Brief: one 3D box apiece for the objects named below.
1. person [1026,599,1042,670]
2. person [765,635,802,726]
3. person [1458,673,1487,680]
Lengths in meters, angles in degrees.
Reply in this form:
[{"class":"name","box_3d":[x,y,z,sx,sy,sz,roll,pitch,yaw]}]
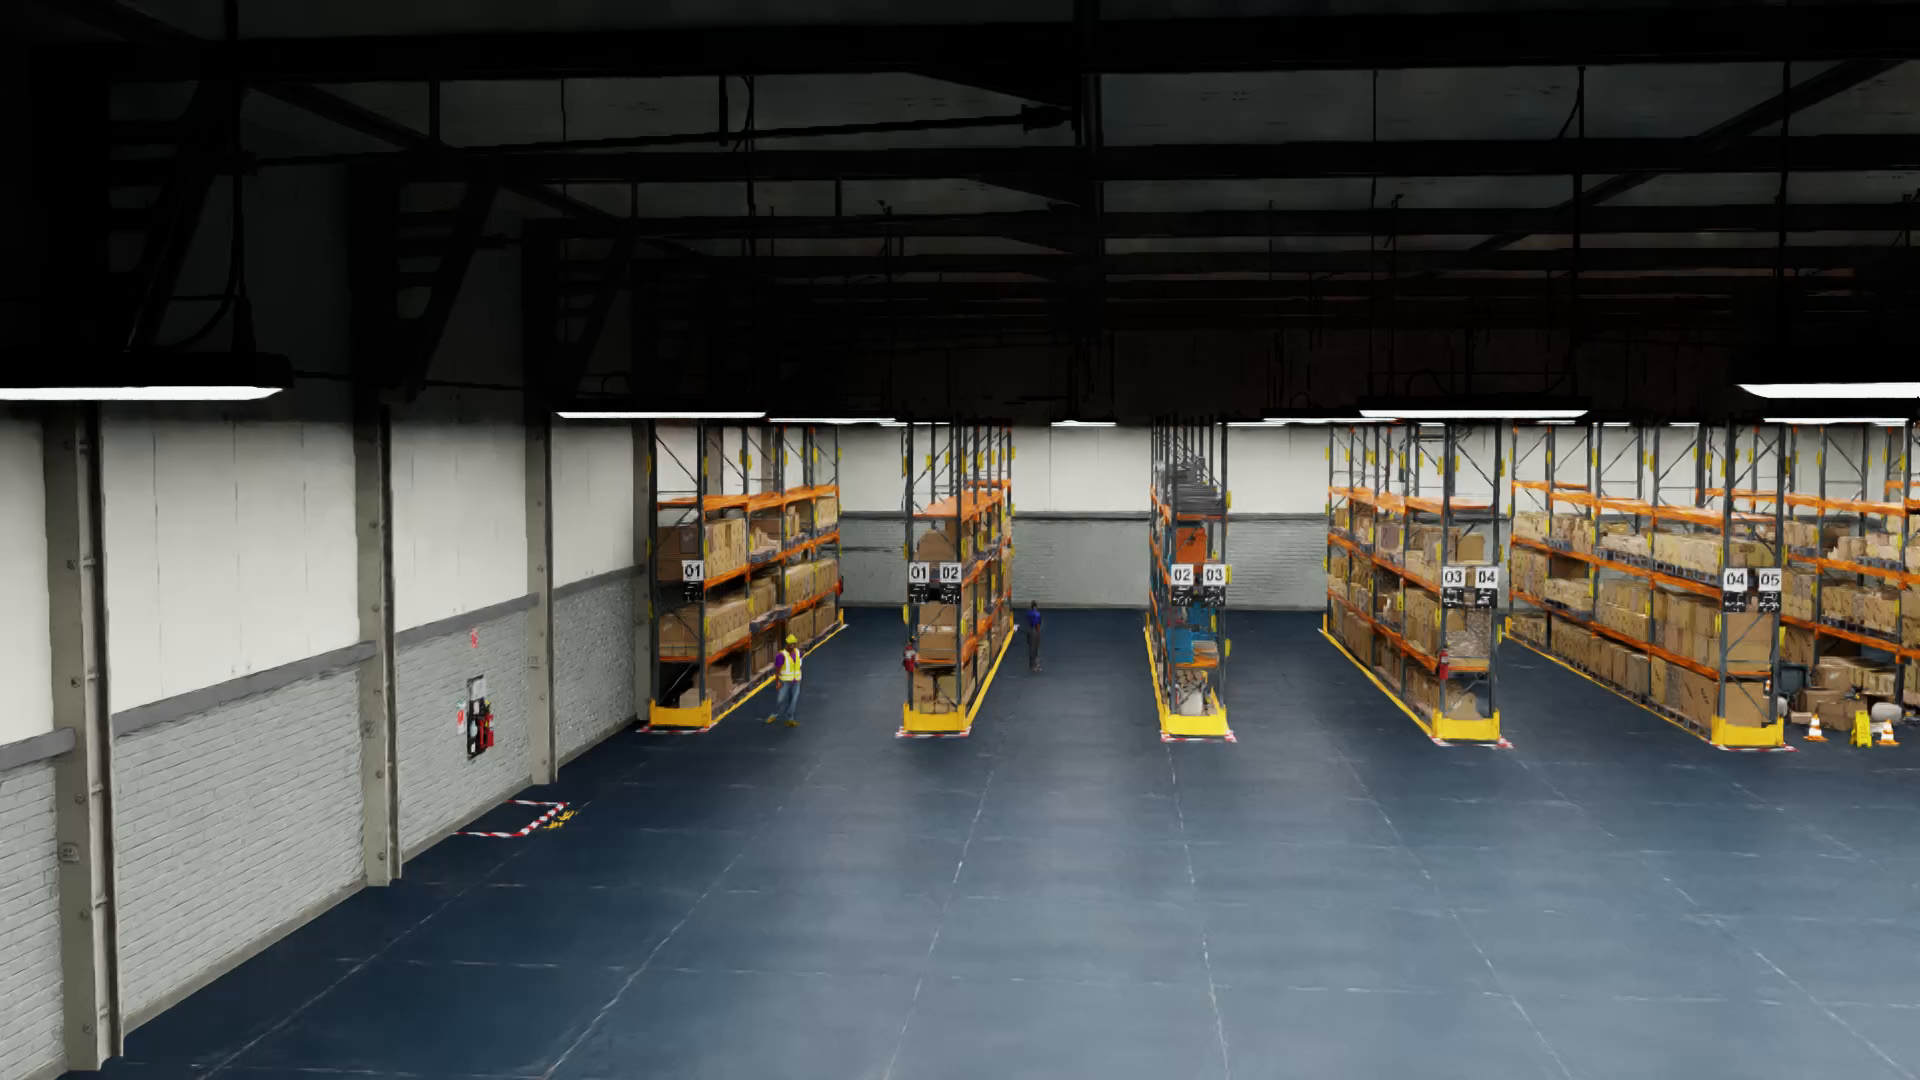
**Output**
[{"class":"person","box_3d":[1.776,2.231,39.382,0.415,1.661,0.499,-2,4,-24]},{"class":"person","box_3d":[-3.373,2.691,31.948,0.733,1.756,0.529,-3,5,-35]},{"class":"person","box_3d":[11.652,2.324,37.909,0.538,1.648,1.026,0,4,-3]}]
